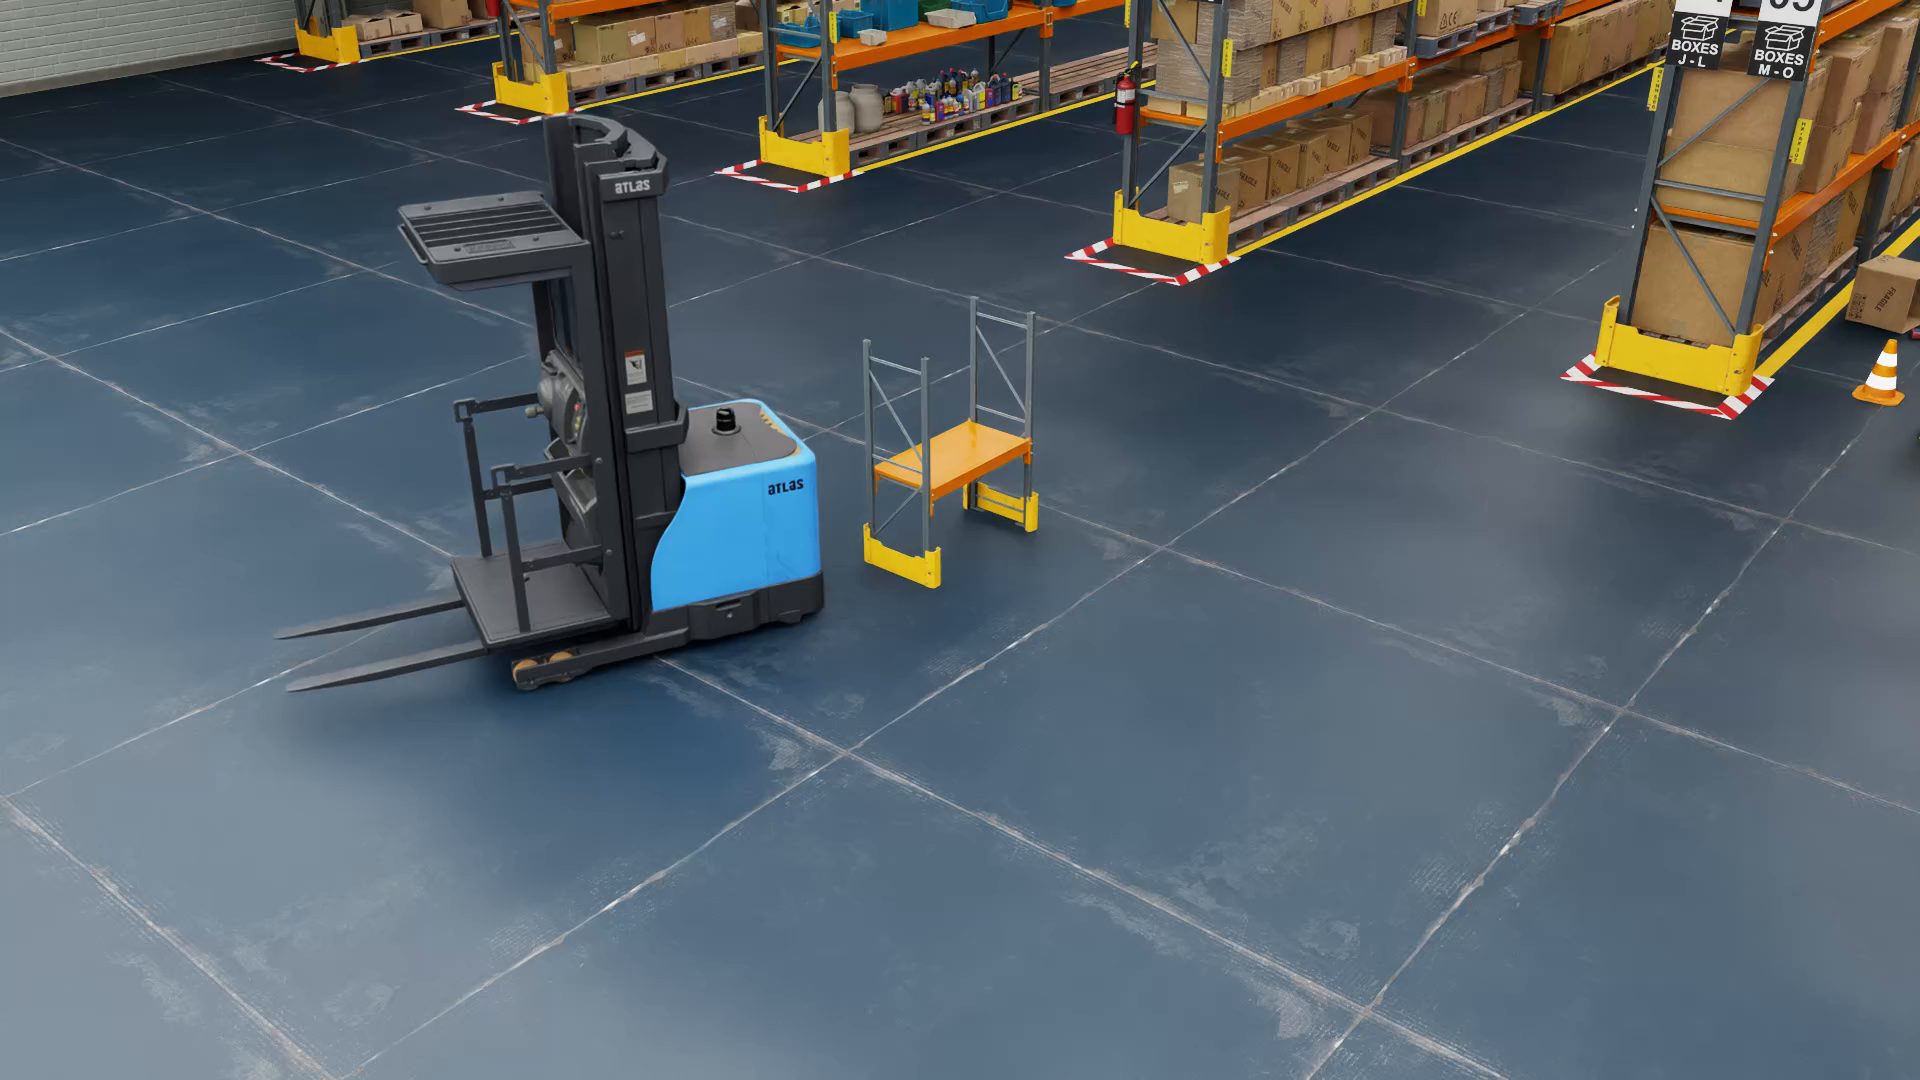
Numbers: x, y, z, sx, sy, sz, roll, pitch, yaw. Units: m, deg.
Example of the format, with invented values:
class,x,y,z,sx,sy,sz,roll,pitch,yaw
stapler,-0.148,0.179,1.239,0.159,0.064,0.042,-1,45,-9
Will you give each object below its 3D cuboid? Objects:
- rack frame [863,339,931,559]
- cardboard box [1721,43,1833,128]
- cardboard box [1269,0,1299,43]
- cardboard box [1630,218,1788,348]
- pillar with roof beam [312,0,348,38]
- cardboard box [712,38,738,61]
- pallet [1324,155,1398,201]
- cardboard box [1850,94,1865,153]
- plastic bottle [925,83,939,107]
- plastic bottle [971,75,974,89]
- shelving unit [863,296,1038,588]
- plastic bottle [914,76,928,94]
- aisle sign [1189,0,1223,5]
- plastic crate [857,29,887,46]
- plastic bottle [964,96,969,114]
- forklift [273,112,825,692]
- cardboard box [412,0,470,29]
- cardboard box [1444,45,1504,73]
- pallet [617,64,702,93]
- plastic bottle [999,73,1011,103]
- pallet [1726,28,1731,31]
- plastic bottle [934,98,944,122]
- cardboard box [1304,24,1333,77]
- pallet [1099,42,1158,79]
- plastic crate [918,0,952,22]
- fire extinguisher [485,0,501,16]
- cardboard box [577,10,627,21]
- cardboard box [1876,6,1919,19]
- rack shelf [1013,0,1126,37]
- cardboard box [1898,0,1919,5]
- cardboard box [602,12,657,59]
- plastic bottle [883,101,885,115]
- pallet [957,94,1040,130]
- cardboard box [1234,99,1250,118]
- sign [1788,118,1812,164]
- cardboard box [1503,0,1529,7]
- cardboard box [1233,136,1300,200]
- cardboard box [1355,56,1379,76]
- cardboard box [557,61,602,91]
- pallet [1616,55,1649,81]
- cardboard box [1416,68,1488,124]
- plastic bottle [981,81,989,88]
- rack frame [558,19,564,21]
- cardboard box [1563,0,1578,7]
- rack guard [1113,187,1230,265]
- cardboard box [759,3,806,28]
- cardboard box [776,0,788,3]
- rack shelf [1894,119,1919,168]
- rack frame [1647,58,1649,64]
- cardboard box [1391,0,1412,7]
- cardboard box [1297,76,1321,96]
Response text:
class,x,y,z,sx,sy,sz,roll,pitch,yaw
rack frame,-0.378,-0.456,10.130,0.500,1.500,0.032,21,34,34
cardboard box,6.324,-3.577,13.193,0.875,0.550,0.550,21,34,34
cardboard box,2.900,-5.085,15.926,0.500,0.500,0.500,21,34,34
cardboard box,6.160,-2.191,13.707,0.875,0.875,0.875,21,34,35
pillar with roof beam,-6.351,-10.424,21.238,9.100,9.000,0.400,21,34,34
cardboard box,-3.533,-7.051,23.783,0.500,0.250,0.500,21,34,34
pallet,4.161,-4.105,18.587,1.003,0.211,1.213,21,34,34
cardboard box,7.331,-3.680,14.568,0.875,0.550,0.550,21,34,34
plastic bottle,-0.355,-5.608,20.943,0.152,0.276,0.135,21,34,34
plastic bottle,0.133,-5.971,21.726,0.097,0.201,0.097,0,27,0
shelving unit,-0.048,-0.639,10.485,0.587,1.500,1.083,21,34,34
plastic bottle,-0.485,-5.676,20.993,0.144,0.351,0.185,20,34,34
aisle sign,2.208,-5.219,14.876,0.394,0.787,0.004,21,34,34
plastic crate,-0.988,-5.727,18.975,0.298,0.136,0.250,21,34,34
plastic bottle,0.064,-5.390,20.604,0.097,0.201,0.097,0,27,0
forklift,-2.368,-0.741,9.125,3.031,2.935,1.130,-13,30,-23
cardboard box,-8.073,-8.268,25.842,0.700,0.500,0.500,18,33,31
cardboard box,6.372,-5.991,20.623,0.500,0.250,0.500,-24,36,-38
pallet,-4.395,-6.546,23.305,1.003,0.211,1.213,21,34,34
plastic bottle,0.551,-5.746,21.128,0.144,0.351,0.185,20,33,33
pallet,11.745,-8.301,26.699,1.003,0.211,1.213,21,34,34
plastic bottle,-0.254,-5.237,20.218,0.061,0.283,0.133,21,34,35
cardboard box,3.291,-5.088,17.020,0.875,0.500,0.500,21,34,34
pallet,2.760,-6.956,24.098,1.003,0.211,1.213,21,34,34
plastic crate,-0.343,-6.546,20.502,0.450,0.188,0.662,21,34,34
fire extinguisher,-6.059,-7.130,21.483,0.296,0.674,0.183,21,34,34
cardboard box,-4.889,-7.004,22.876,0.500,0.500,0.500,21,34,34
cardboard box,8.062,-4.532,15.039,0.875,0.550,0.550,21,34,34
rack shelf,2.011,-7.429,22.761,1.077,0.370,4.000,21,34,34
cardboard box,8.960,-4.956,16.000,0.700,0.500,0.500,20,33,34
cardboard box,-4.488,-6.852,22.583,0.500,0.500,0.500,21,34,34
plastic bottle,-0.976,-5.353,20.531,0.097,0.201,0.097,0,27,0
pallet,0.279,-5.575,21.429,1.003,0.211,1.213,21,34,34
cardboard box,2.555,-4.176,15.964,0.380,0.149,0.250,21,34,34
sign,6.204,-2.944,12.279,0.100,0.325,0.005,21,34,34
cardboard box,6.514,-6.811,20.217,0.500,0.500,0.700,-22,35,-36
cardboard box,3.193,-3.905,17.429,0.500,0.500,0.500,25,36,39
cardboard box,4.206,-5.040,17.633,0.380,0.149,0.250,21,34,34
cardboard box,-5.113,-6.161,22.061,0.500,0.250,0.500,21,34,34
pallet,9.216,-6.894,23.979,1.003,0.211,1.213,21,34,34
cardboard box,5.996,-5.448,20.391,0.700,0.500,0.500,24,36,38
plastic bottle,0.299,-5.679,21.080,0.152,0.276,0.135,21,34,34
rack frame,-6.906,-9.935,26.822,1.000,3.000,0.127,21,34,34
cardboard box,7.624,-7.147,21.324,0.500,0.500,0.500,22,35,36
rack guard,2.065,-3.090,16.312,1.175,0.500,0.348,21,34,34
cardboard box,-2.626,-7.776,24.575,0.500,0.311,0.500,21,34,35
cardboard box,-2.719,-8.116,25.232,0.500,0.311,0.500,22,34,36
rack shelf,9.596,-4.496,17.091,1.077,0.370,4.000,21,34,34
rack frame,9.649,-8.428,23.909,1.000,3.000,0.127,21,34,34
cardboard box,4.487,-5.972,17.642,0.500,0.500,0.500,21,34,34
cardboard box,3.410,-4.597,16.777,0.380,0.149,0.250,21,34,34
